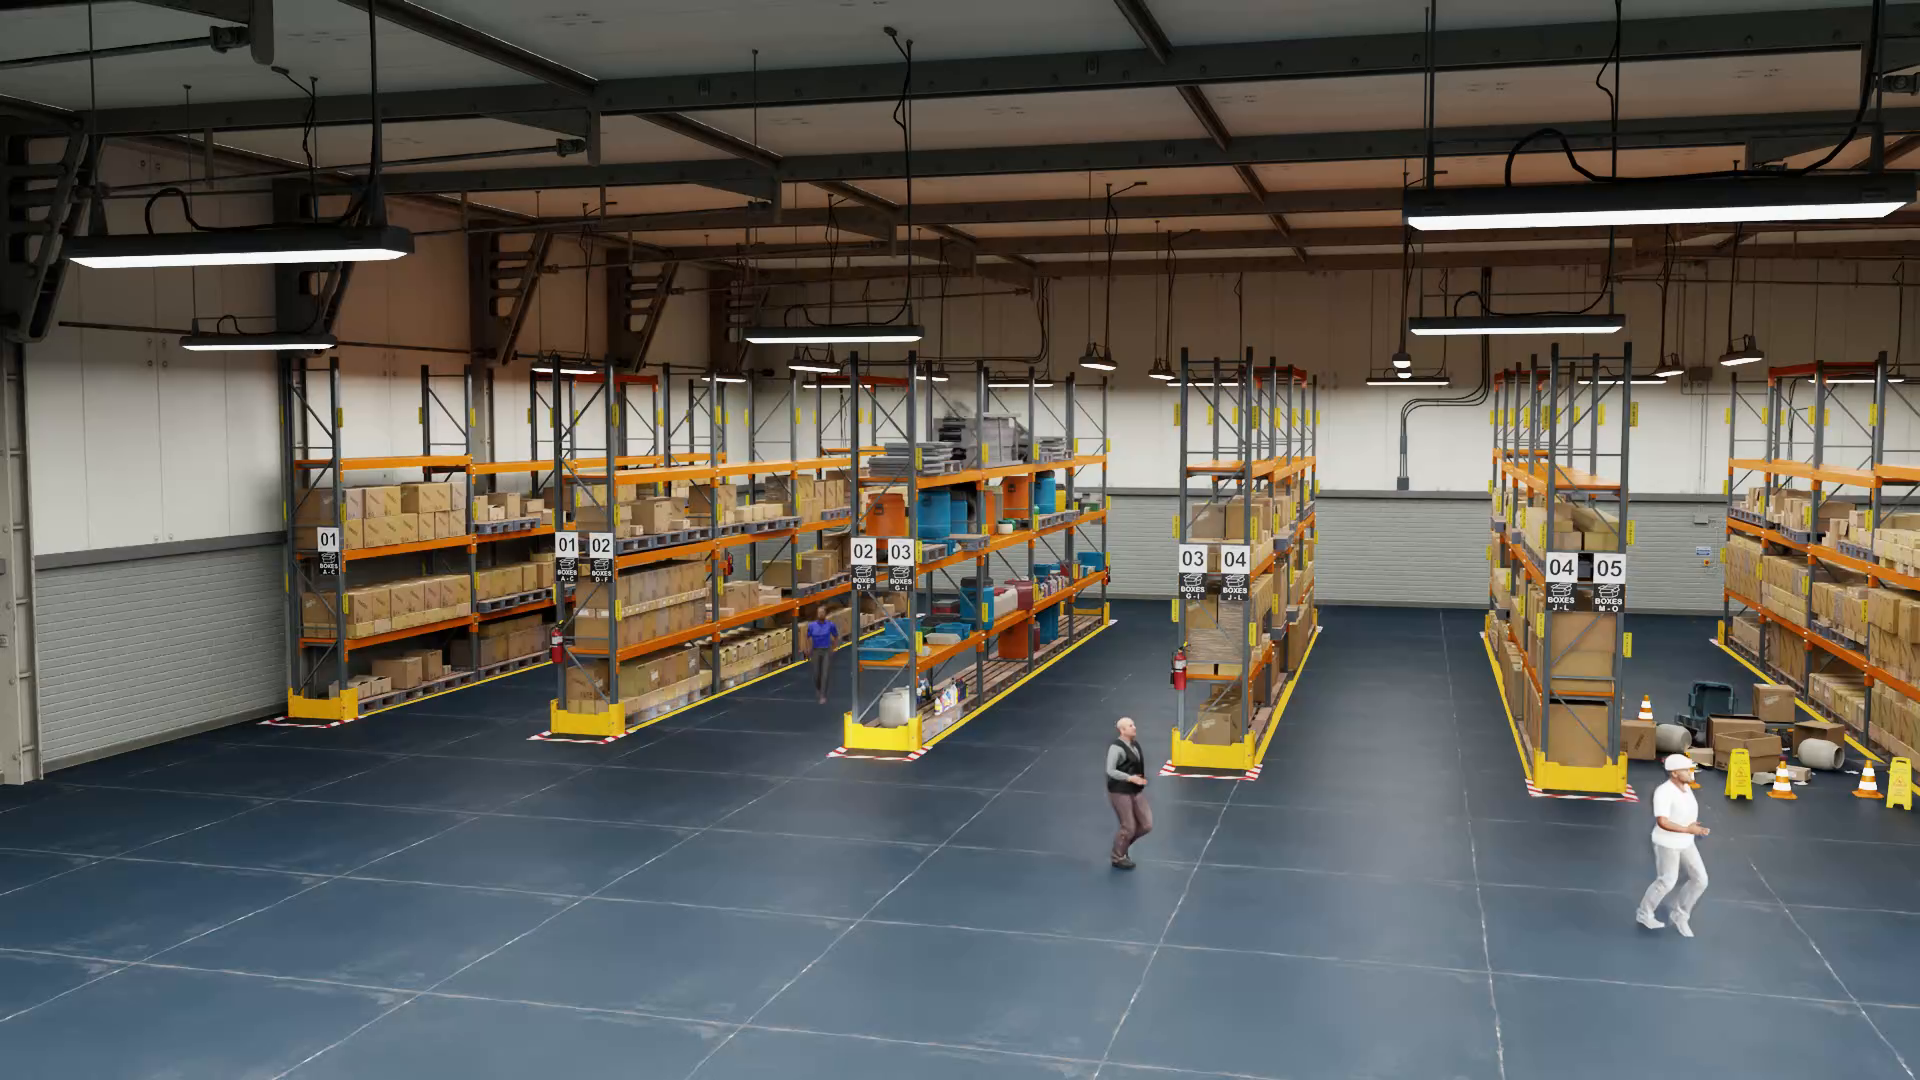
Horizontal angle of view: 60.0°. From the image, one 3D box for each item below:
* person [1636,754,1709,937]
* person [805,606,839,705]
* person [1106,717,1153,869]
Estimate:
[{"bbox_3d":[6.919,2.961,16.039,0.718,1.816,0.722,-3,5,-38],"label":"person"},{"bbox_3d":[-2.282,1.895,27.561,0.561,1.623,0.515,0,4,-1],"label":"person"},{"bbox_3d":[1.909,2.808,18.436,0.569,1.683,0.668,3,5,38],"label":"person"}]
